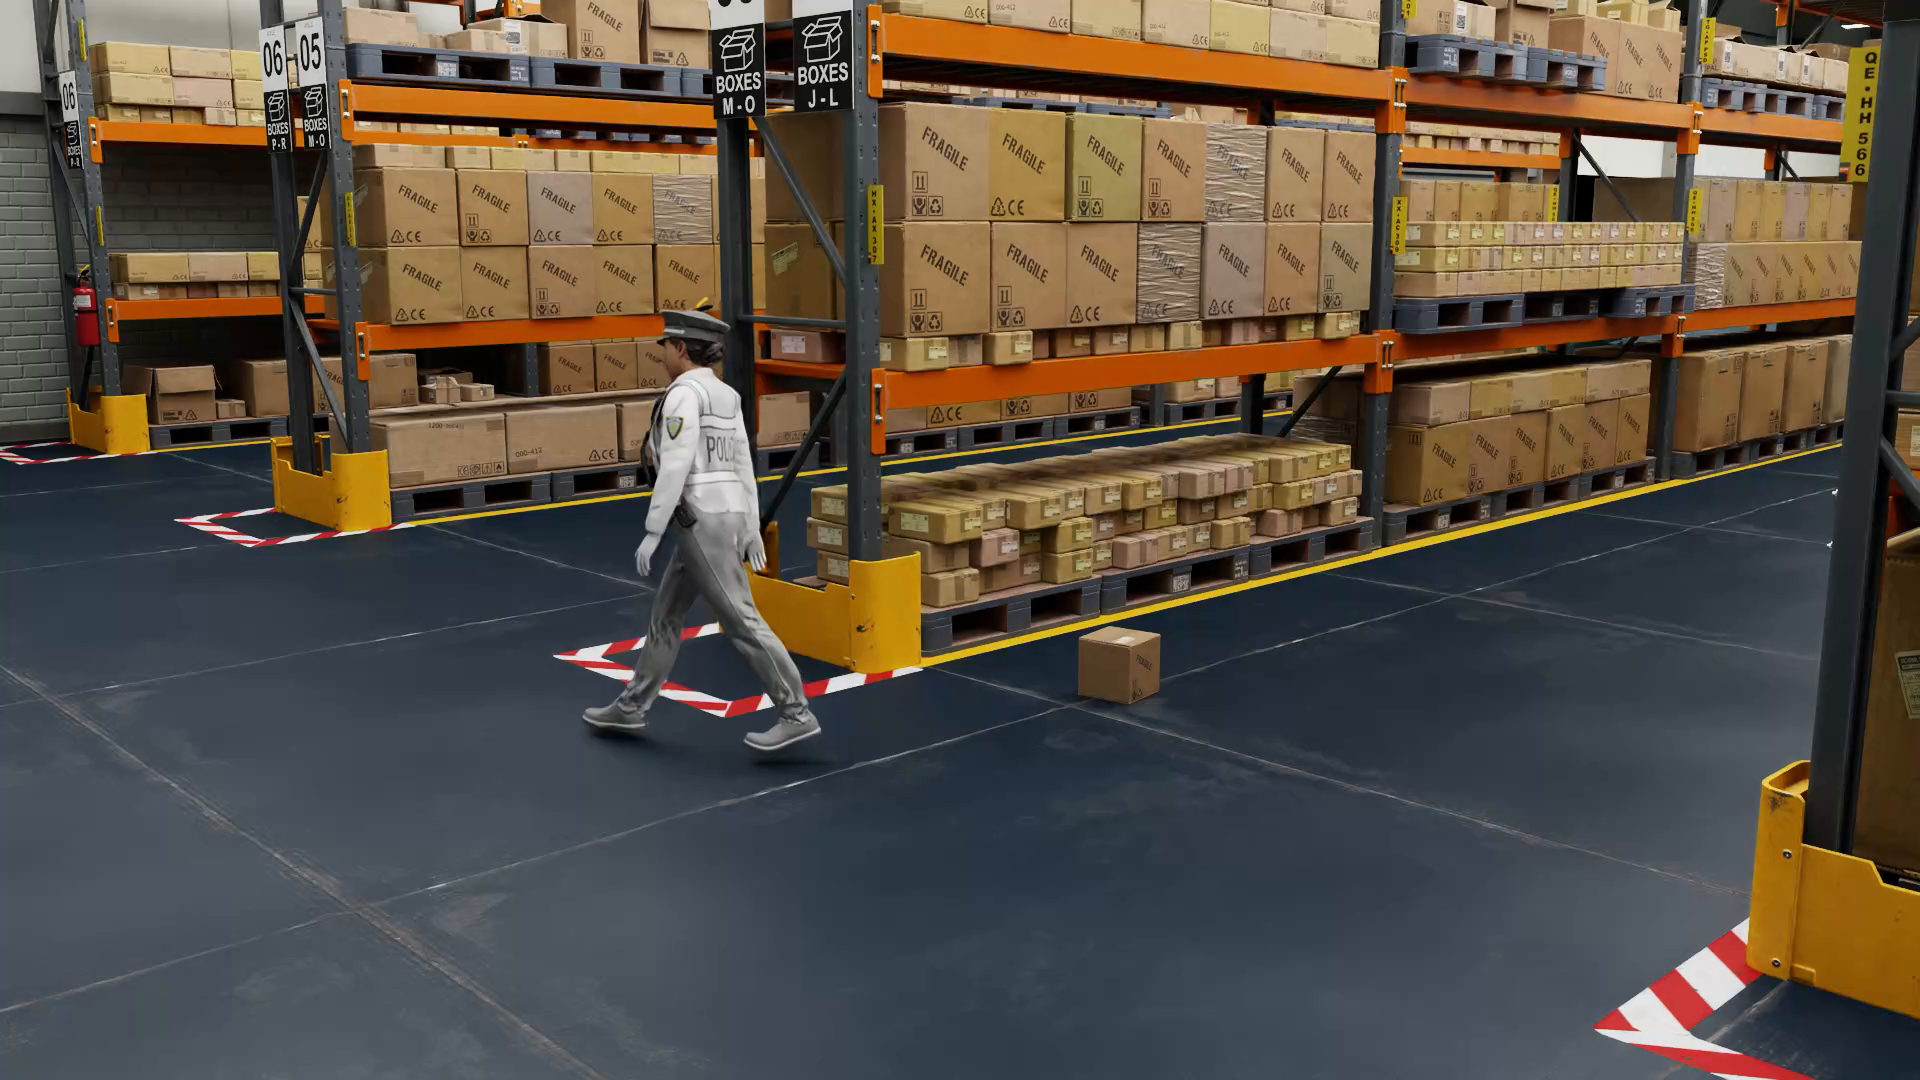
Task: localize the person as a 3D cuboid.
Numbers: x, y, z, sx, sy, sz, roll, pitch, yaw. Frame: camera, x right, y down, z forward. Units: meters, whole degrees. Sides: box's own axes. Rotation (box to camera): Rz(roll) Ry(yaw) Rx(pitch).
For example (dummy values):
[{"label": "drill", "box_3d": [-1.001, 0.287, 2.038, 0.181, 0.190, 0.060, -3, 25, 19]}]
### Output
[{"label": "person", "box_3d": [-0.986, -0.037, 6.130, 0.987, 1.601, 0.548, 1, 11, 6]}]
